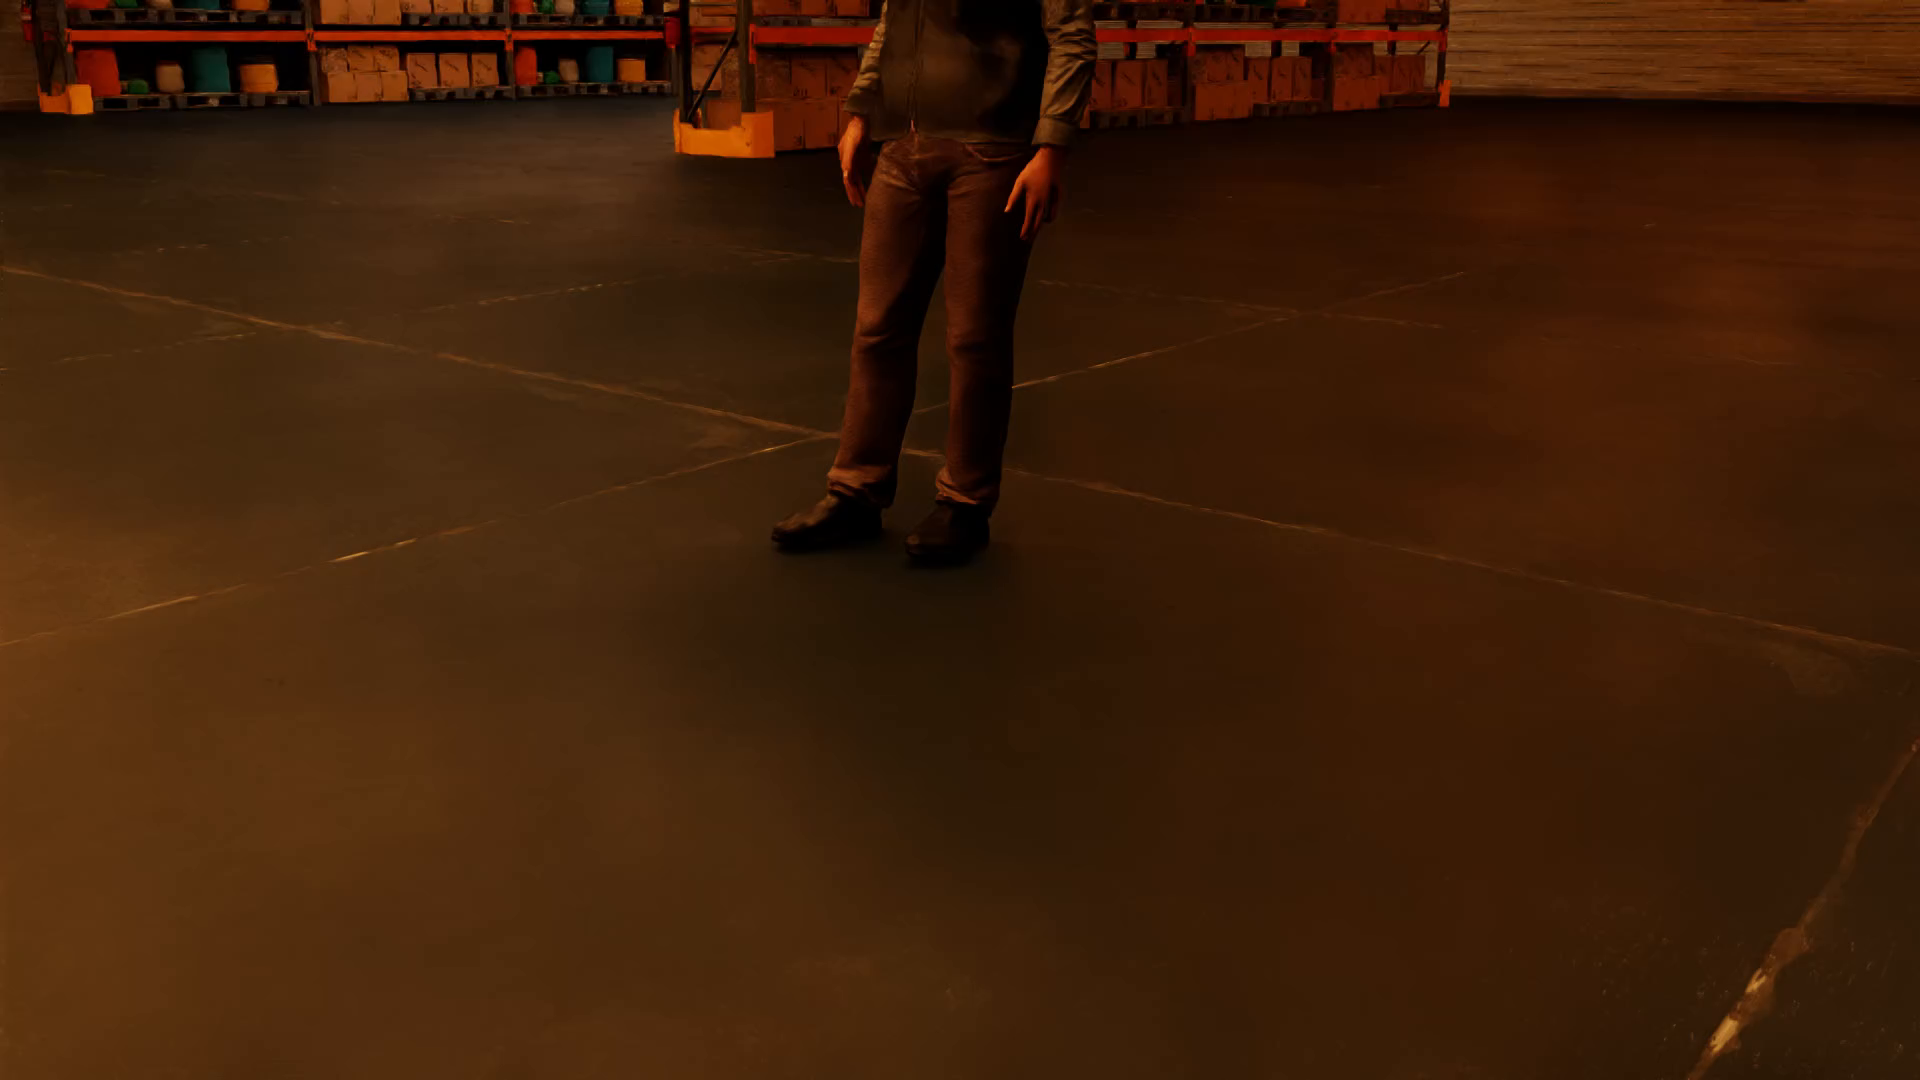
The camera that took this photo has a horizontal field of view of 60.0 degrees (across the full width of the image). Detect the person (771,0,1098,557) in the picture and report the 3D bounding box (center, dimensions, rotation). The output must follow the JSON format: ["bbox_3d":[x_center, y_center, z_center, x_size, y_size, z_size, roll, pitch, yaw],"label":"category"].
[{"bbox_3d":[-0.046,-0.784,3.659,0.632,1.649,0.567,13,21,37],"label":"person"}]
